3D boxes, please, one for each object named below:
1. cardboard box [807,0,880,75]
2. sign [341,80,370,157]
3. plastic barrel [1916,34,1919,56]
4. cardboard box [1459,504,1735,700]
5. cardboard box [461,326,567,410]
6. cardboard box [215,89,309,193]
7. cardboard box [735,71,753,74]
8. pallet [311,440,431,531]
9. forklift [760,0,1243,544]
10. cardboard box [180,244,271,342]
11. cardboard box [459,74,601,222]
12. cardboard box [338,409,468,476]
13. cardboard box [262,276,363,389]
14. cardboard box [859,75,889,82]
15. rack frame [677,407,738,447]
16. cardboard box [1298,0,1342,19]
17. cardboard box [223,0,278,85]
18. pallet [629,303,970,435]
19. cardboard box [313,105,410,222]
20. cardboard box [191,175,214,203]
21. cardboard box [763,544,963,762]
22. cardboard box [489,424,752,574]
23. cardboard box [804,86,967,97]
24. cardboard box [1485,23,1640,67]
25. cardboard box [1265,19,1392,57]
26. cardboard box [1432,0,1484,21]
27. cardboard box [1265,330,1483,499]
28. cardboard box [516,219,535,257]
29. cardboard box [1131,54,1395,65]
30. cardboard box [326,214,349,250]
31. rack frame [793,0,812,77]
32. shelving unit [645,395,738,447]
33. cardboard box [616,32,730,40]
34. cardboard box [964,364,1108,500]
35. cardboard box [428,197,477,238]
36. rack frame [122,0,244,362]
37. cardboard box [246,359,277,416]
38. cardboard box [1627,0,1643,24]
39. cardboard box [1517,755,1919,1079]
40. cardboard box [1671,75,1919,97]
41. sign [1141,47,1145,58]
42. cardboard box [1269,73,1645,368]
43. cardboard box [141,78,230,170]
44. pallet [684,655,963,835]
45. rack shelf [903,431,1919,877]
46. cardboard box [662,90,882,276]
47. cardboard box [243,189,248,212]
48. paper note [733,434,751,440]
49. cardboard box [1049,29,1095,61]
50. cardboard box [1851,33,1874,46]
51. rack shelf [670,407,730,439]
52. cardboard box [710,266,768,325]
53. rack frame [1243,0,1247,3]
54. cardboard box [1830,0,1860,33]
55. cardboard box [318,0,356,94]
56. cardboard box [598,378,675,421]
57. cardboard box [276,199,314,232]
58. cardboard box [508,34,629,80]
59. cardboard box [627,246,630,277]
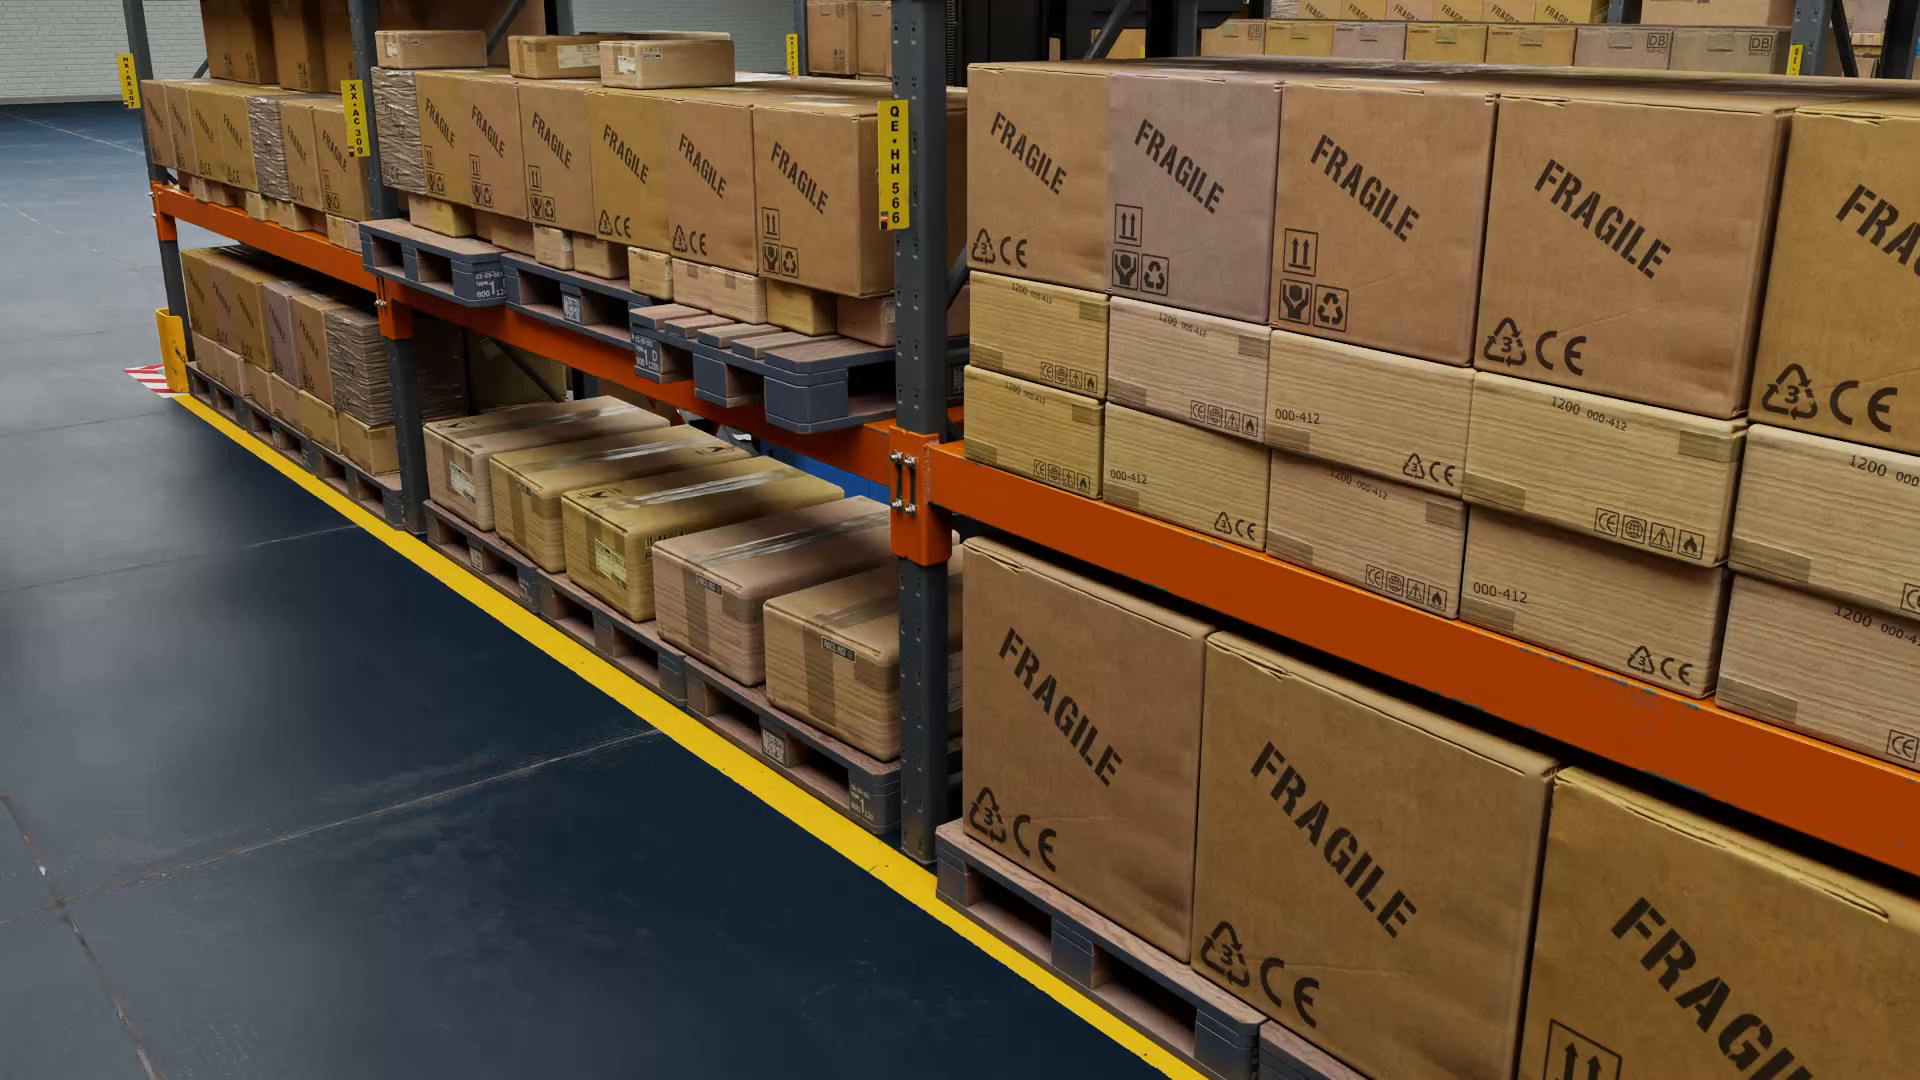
[{"bbox_3d":[-0.698,-4.010,13.246,0.875,0.550,0.550,-14,23,-36],"label":"cardboard box"},{"bbox_3d":[-2.653,-1.852,7.307,0.100,0.325,0.005,-14,23,-36],"label":"sign"},{"bbox_3d":[9.421,-4.533,15.984,0.600,0.901,0.708,-14,23,-36],"label":"plastic barrel"},{"bbox_3d":[1.321,0.052,3.172,0.500,0.250,0.500,-14,23,-36],"label":"cardboard box"},{"bbox_3d":[-2.387,-0.997,8.615,0.500,0.500,0.500,-13,22,-34],"label":"cardboard box"},{"bbox_3d":[-3.676,-2.176,9.031,0.500,0.500,0.500,-15,23,-37],"label":"cardboard box"},{"bbox_3d":[-1.141,-1.618,6.676,0.500,0.500,0.500,-13,22,-34],"label":"cardboard box"},{"bbox_3d":[-2.677,-0.384,8.686,1.003,0.211,1.213,-14,23,-36],"label":"pallet"},{"bbox_3d":[0.606,-1.436,7.536,3.031,2.935,1.130,-4,19,-12],"label":"forklift"},{"bbox_3d":[-4.416,-1.526,10.213,0.500,0.500,0.500,-15,23,-38],"label":"cardboard box"},{"bbox_3d":[-1.558,-1.518,6.374,0.500,0.500,0.500,-14,23,-36],"label":"cardboard box"},{"bbox_3d":[-2.810,-0.536,8.416,0.500,0.250,0.500,-13,22,-34],"label":"cardboard box"},{"bbox_3d":[-3.445,-1.143,9.055,0.500,0.500,0.500,-13,22,-33],"label":"cardboard box"},{"bbox_3d":[-0.274,-3.383,13.069,0.875,0.550,0.550,-14,23,-36],"label":"cardboard box"},{"bbox_3d":[-1.203,-0.571,7.797,0.200,0.008,1.050,-12,63,-32],"label":"rack frame"},{"bbox_3d":[3.485,-4.819,15.420,0.500,0.500,0.500,-14,23,-36],"label":"cardboard box"},{"bbox_3d":[-3.919,-2.988,9.893,0.700,0.500,0.500,-14,23,-36],"label":"cardboard box"},{"bbox_3d":[-0.275,-0.627,5.290,1.213,0.211,1.003,-14,23,-36],"label":"pallet"},{"bbox_3d":[-2.703,-1.799,7.890,0.500,0.500,0.500,-15,23,-37],"label":"cardboard box"},{"bbox_3d":[-4.277,-2.079,9.769,0.380,0.149,0.250,-14,23,-35],"label":"cardboard box"},{"bbox_3d":[-0.092,0.344,5.565,0.950,0.372,0.625,-16,24,-40],"label":"cardboard box"},{"bbox_3d":[-1.456,-0.196,7.194,0.950,0.372,0.625,-12,22,-33],"label":"cardboard box"},{"bbox_3d":[-0.176,-1.234,5.518,0.500,0.500,0.500,-13,22,-33],"label":"cardboard box"},{"bbox_3d":[3.163,-2.439,8.708,0.700,0.500,0.500,-14,23,-37],"label":"cardboard box"},{"bbox_3d":[2.219,-2.815,9.841,0.700,0.500,0.500,-14,23,-37],"label":"cardboard box"},{"bbox_3d":[4.420,-4.450,14.307,0.500,0.500,0.500,-14,23,-36],"label":"cardboard box"},{"bbox_3d":[0.992,-0.304,3.451,0.500,0.250,0.500,-14,23,-36],"label":"cardboard box"},{"bbox_3d":[-1.474,-1.180,6.386,0.380,0.149,0.250,-14,23,-36],"label":"cardboard box"},{"bbox_3d":[0.777,-1.009,4.388,0.500,0.500,0.500,-15,23,-38],"label":"cardboard box"},{"bbox_3d":[-2.831,-1.510,8.049,0.380,0.149,0.250,-13,23,-35],"label":"cardboard box"},{"bbox_3d":[-0.898,-3.526,13.738,1.000,3.000,0.127,-14,23,-36],"label":"rack frame"},{"bbox_3d":[-1.248,-0.504,7.888,0.215,0.252,1.050,-12,63,-32],"label":"shelving unit"},{"bbox_3d":[-1.142,-1.945,6.632,0.380,0.149,0.250,-15,24,-38],"label":"cardboard box"},{"bbox_3d":[0.358,-0.322,4.303,0.500,0.250,0.500,-14,23,-37],"label":"cardboard box"},{"bbox_3d":[-1.989,-1.368,6.953,0.380,0.149,0.250,-13,23,-35],"label":"cardboard box"},{"bbox_3d":[-4.716,-2.535,10.745,1.000,3.000,0.127,-14,23,-36],"label":"rack frame"},{"bbox_3d":[-3.772,-0.917,9.565,0.500,0.250,0.500,-12,22,-32],"label":"cardboard box"},{"bbox_3d":[5.456,-4.307,13.875,0.500,0.500,0.500,-14,23,-36],"label":"cardboard box"},{"bbox_3d":[1.720,0.873,3.165,0.875,0.875,0.875,-13,22,-35],"label":"cardboard box"},{"bbox_3d":[1.714,-0.634,3.257,0.500,0.500,0.500,-14,23,-37],"label":"cardboard box"},{"bbox_3d":[1.151,-2.880,10.285,0.100,0.325,0.005,-14,23,-36],"label":"sign"},{"bbox_3d":[0.991,-0.665,3.350,0.500,0.500,0.500,-13,22,-35],"label":"cardboard box"},{"bbox_3d":[-4.639,-2.552,10.167,0.500,0.500,0.500,-14,23,-37],"label":"cardboard box"},{"bbox_3d":[-0.233,0.568,5.813,1.003,0.211,1.213,-14,23,-36],"label":"pallet"},{"bbox_3d":[1.493,0.271,3.417,1.077,0.370,4.000,-14,23,-36],"label":"rack shelf"},{"bbox_3d":[-0.578,-1.134,5.216,0.500,0.500,0.500,-14,23,-37],"label":"cardboard box"},{"bbox_3d":[-3.738,-1.898,9.221,0.380,0.149,0.250,-15,23,-38],"label":"cardboard box"},{"bbox_3d":[-1.224,-0.603,9.635,0.148,0.019,0.142,-14,23,-36],"label":"paper note"},{"bbox_3d":[0.951,-3.334,11.204,0.875,0.550,0.550,-14,23,-36],"label":"cardboard box"},{"bbox_3d":[11.538,-6.364,21.119,0.380,0.149,0.250,-15,23,-38],"label":"cardboard box"},{"bbox_3d":[-1.243,-0.495,7.884,0.215,0.240,0.259,-12,63,-32],"label":"rack shelf"},{"bbox_3d":[-0.551,-0.784,5.188,0.380,0.149,0.250,-14,23,-37],"label":"cardboard box"},{"bbox_3d":[3.053,-4.469,16.586,1.000,3.000,0.127,-14,23,-36],"label":"rack frame"},{"bbox_3d":[11.464,-6.806,21.420,0.700,0.500,0.500,-15,23,-38],"label":"cardboard box"},{"bbox_3d":[-2.926,-2.622,8.787,0.700,0.500,0.500,-15,23,-37],"label":"cardboard box"},{"bbox_3d":[-1.831,-0.893,9.760,0.500,0.500,0.500,1,18,2],"label":"cardboard box"},{"bbox_3d":[-3.304,-1.699,8.622,0.380,0.149,0.250,-14,23,-37],"label":"cardboard box"},{"bbox_3d":[-1.462,-1.812,6.232,0.380,0.149,0.250,-12,22,-33],"label":"cardboard box"},{"bbox_3d":[-0.940,-0.999,5.838,0.380,0.149,0.250,-14,23,-36],"label":"cardboard box"}]
